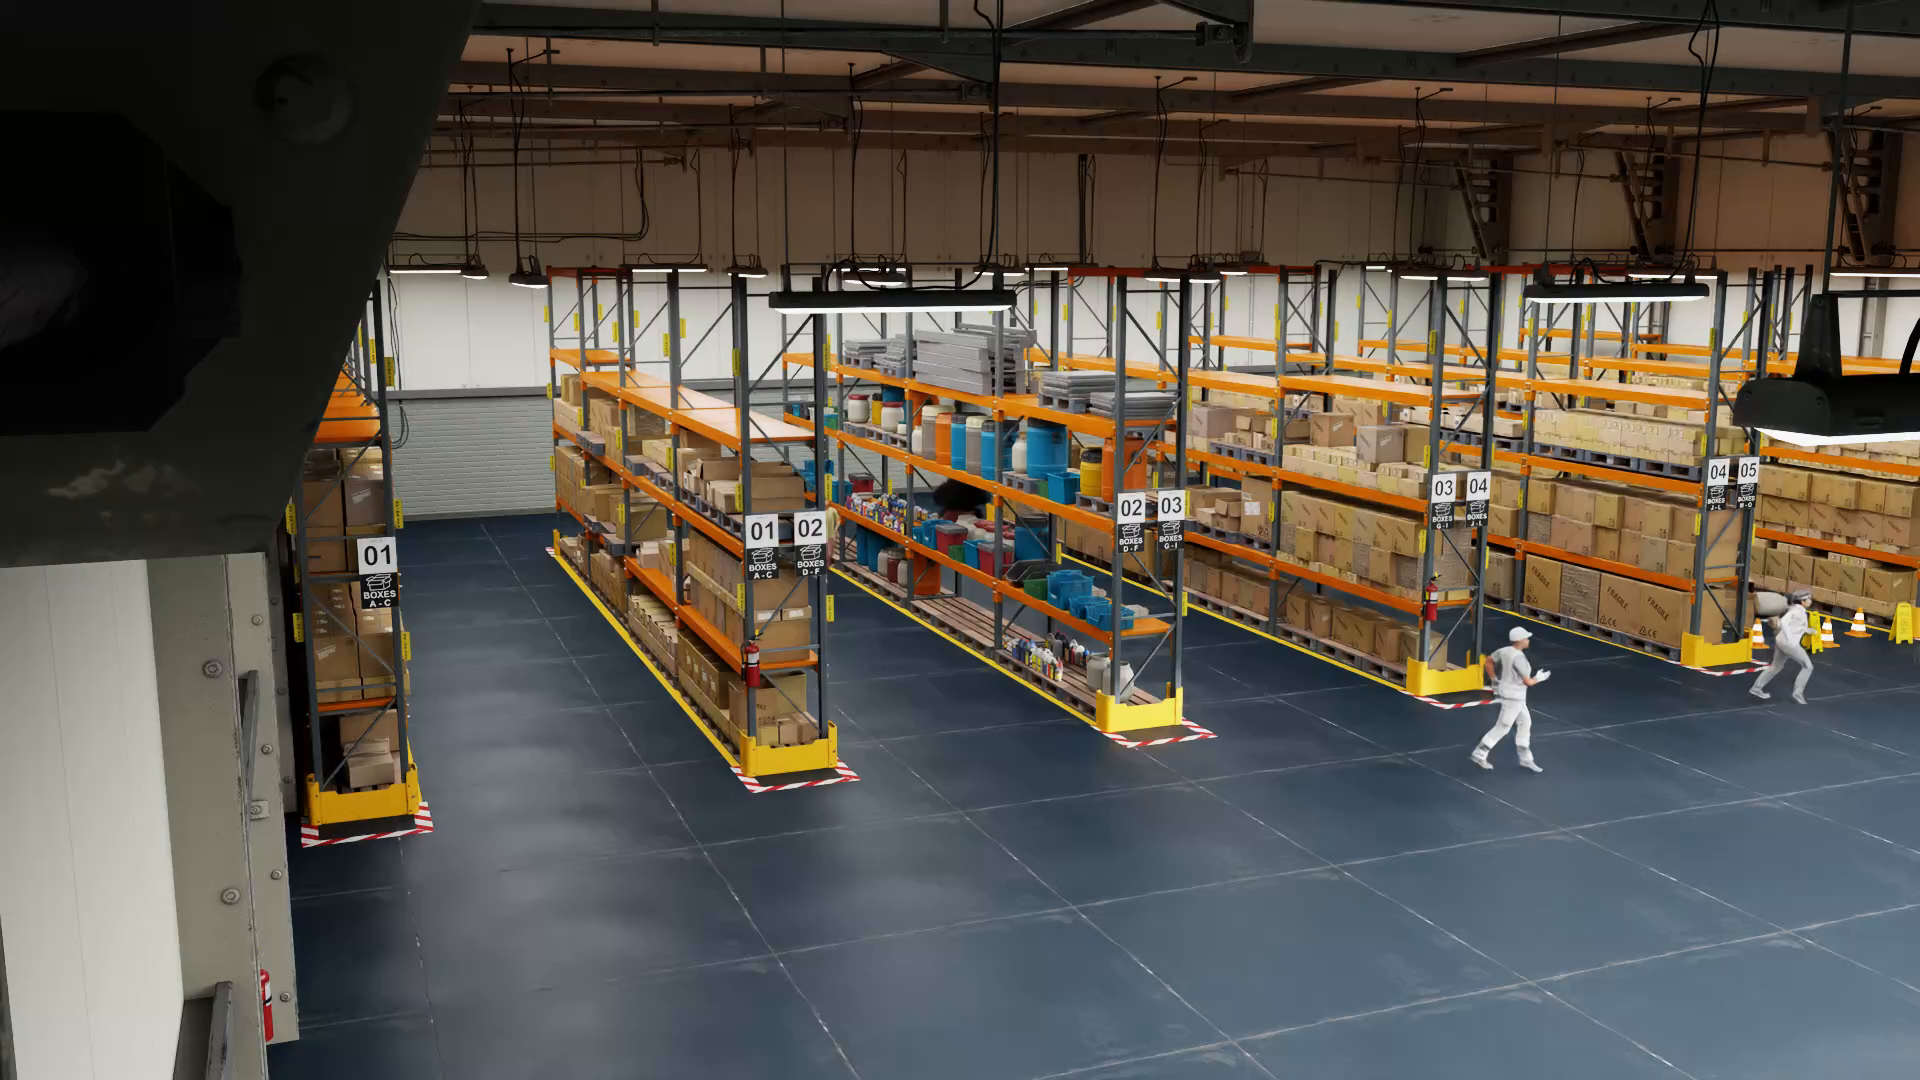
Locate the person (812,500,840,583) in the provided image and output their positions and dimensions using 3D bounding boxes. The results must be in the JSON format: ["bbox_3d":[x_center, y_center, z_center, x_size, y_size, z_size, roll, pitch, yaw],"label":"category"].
[{"bbox_3d":[-2.451,-0.030,30.425,0.570,1.643,0.525,-3,10,-18],"label":"person"}]

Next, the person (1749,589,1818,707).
[{"bbox_3d":[11.590,1.500,23.344,0.793,1.688,0.637,3,10,18],"label":"person"}]

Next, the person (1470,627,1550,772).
[{"bbox_3d":[6.681,1.946,20.209,0.905,1.825,0.652,1,10,4],"label":"person"}]
